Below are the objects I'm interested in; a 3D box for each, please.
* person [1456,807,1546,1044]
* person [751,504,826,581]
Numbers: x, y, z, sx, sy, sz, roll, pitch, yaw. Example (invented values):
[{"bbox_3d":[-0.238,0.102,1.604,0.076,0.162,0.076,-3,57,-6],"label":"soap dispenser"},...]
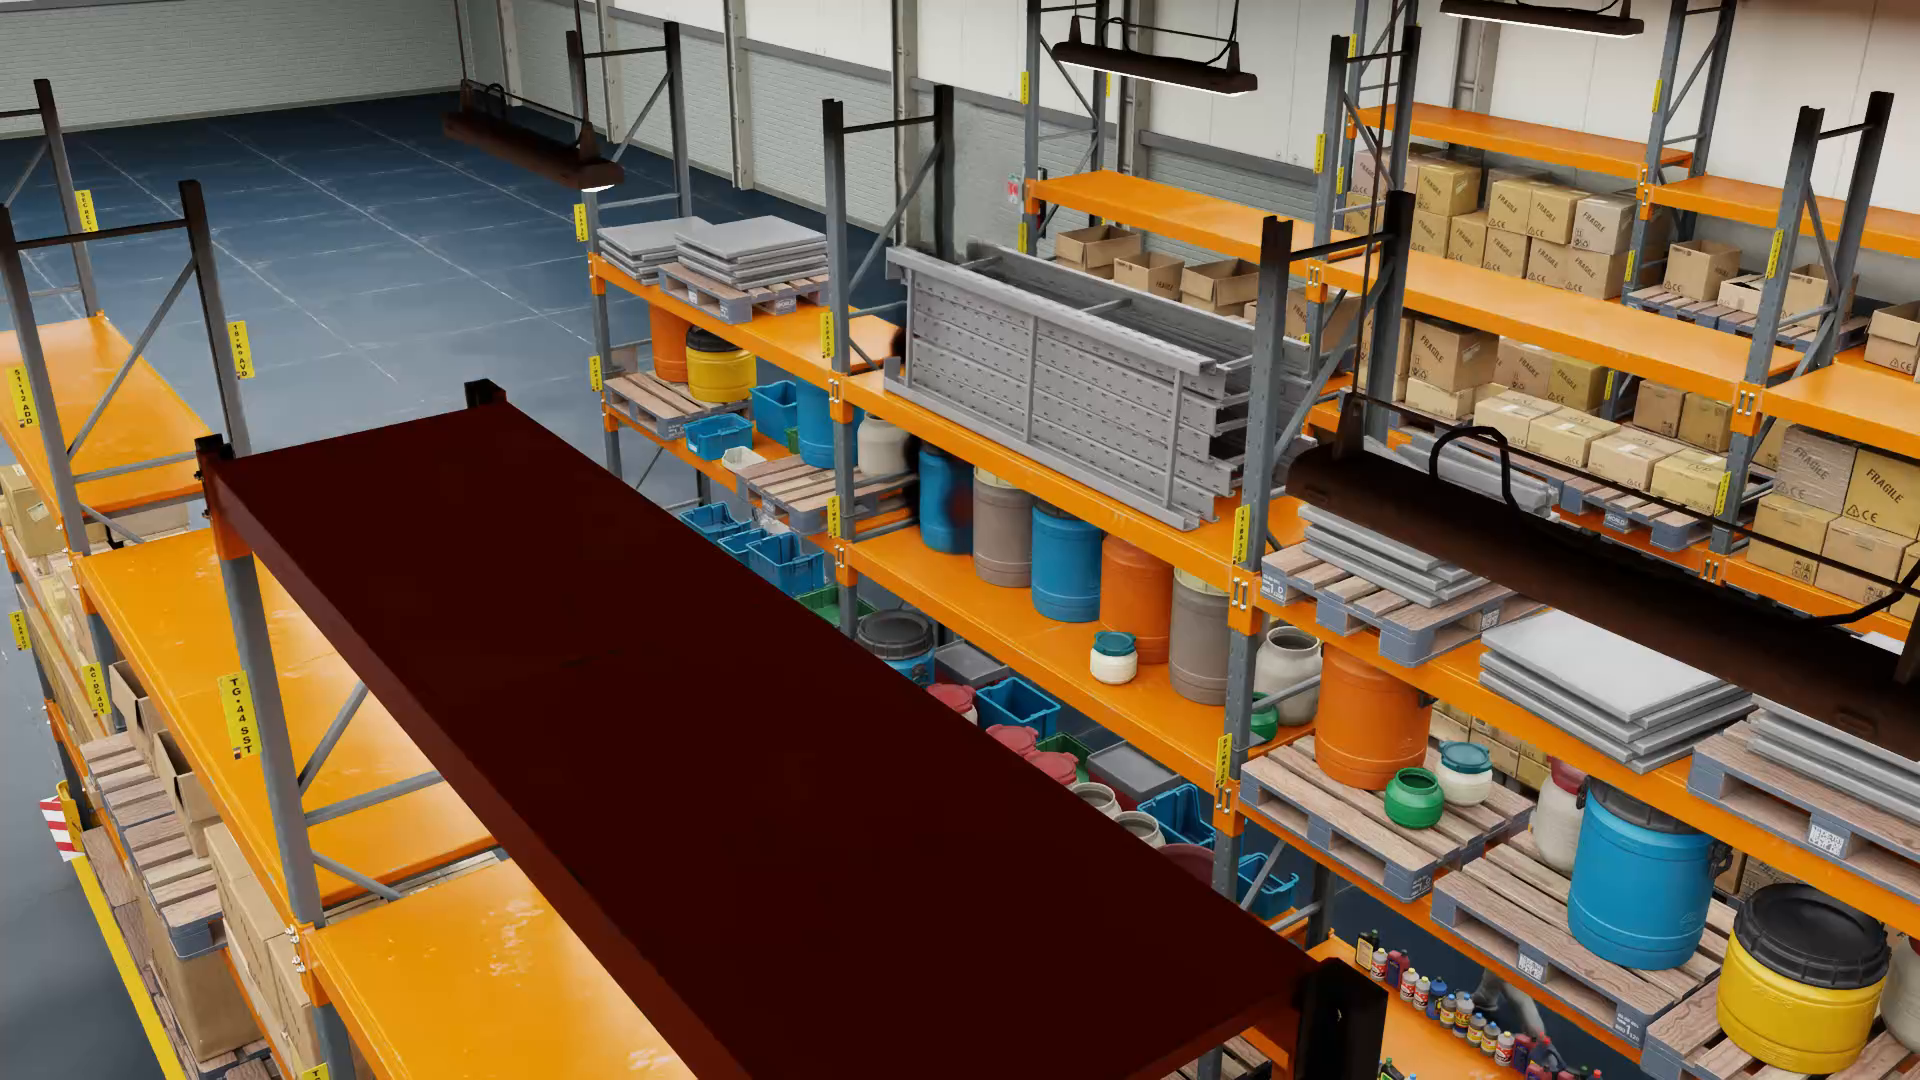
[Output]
[{"bbox_3d":[3.765,2.612,11.230,0.654,1.816,0.815,-18,30,-34],"label":"person"},{"bbox_3d":[-1.885,-0.079,17.185,0.788,1.667,0.687,12,27,24],"label":"person"}]
